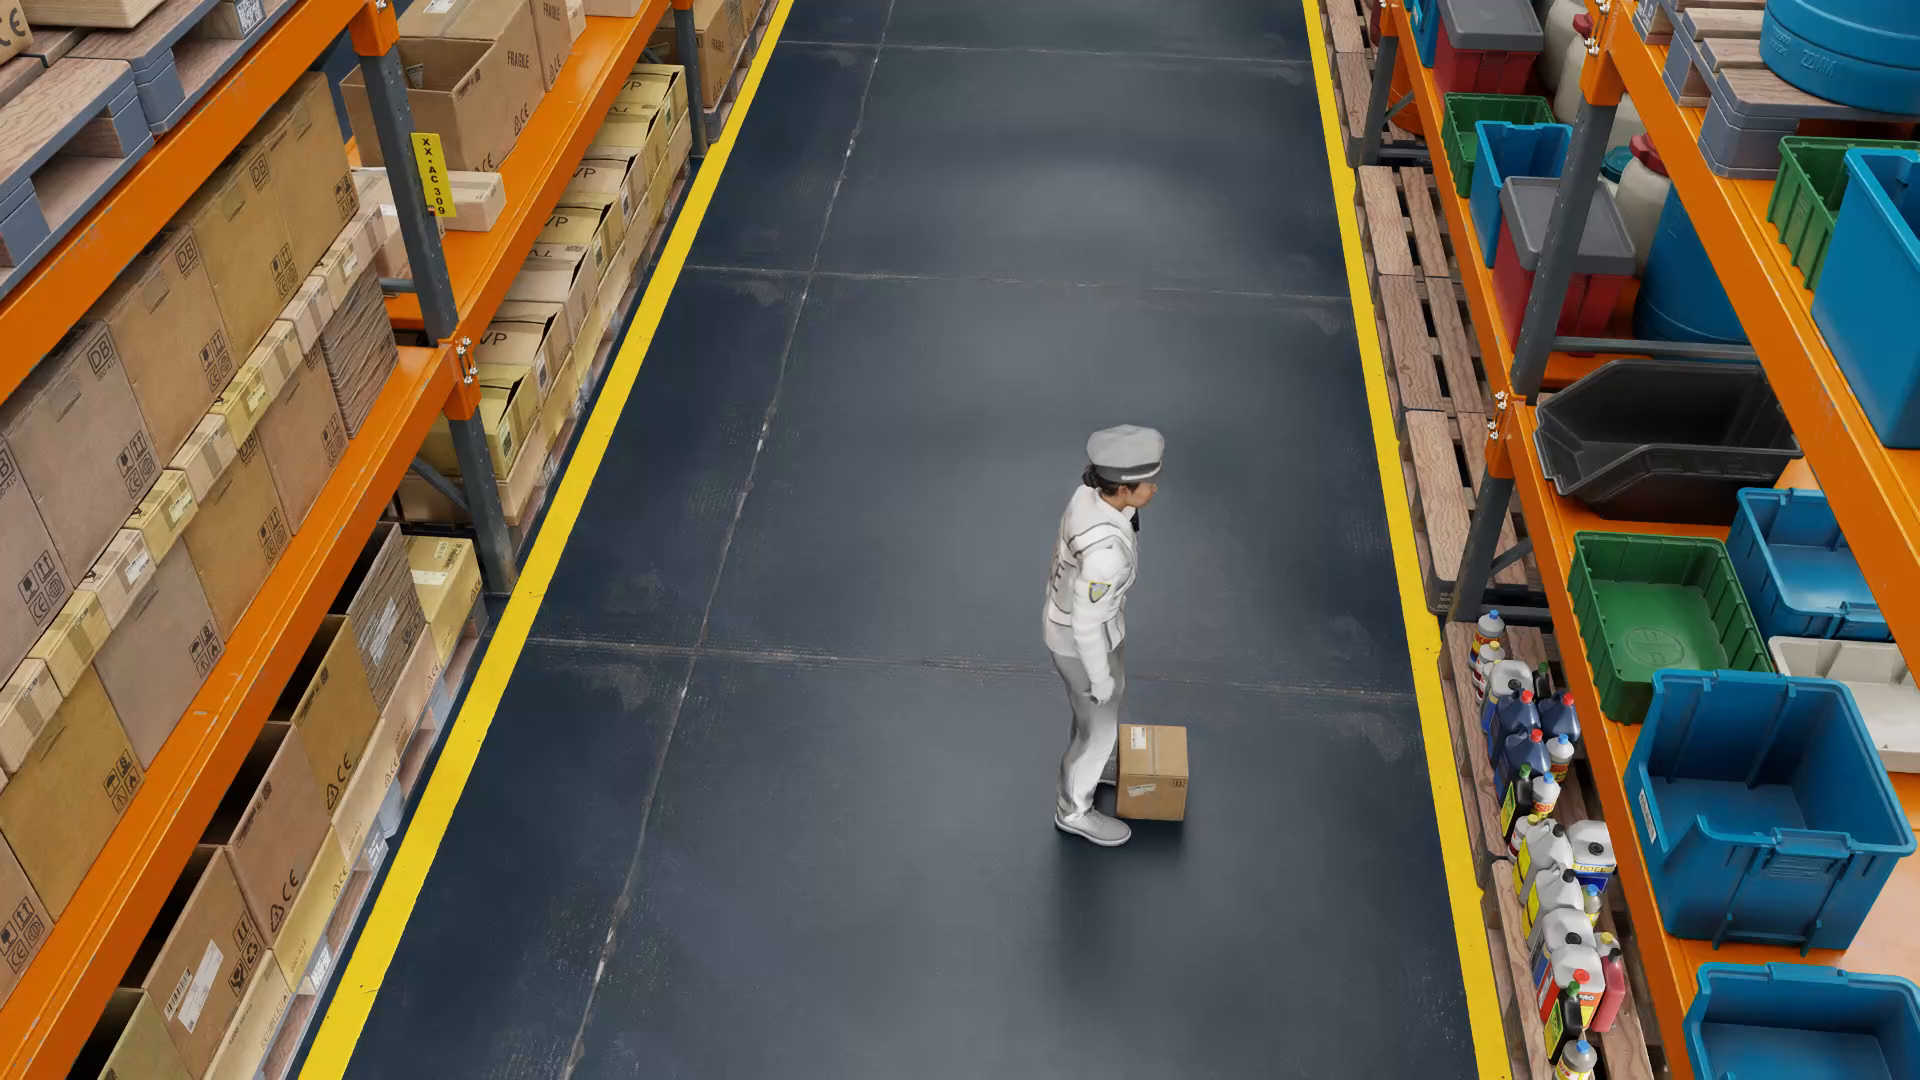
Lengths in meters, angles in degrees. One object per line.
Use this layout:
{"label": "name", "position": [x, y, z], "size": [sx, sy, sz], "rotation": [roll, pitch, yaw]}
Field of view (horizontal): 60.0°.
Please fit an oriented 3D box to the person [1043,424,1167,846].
{"label": "person", "position": [0.490, 0.328, 5.768], "size": [0.410, 1.663, 0.526], "rotation": [3, 40, 4]}
